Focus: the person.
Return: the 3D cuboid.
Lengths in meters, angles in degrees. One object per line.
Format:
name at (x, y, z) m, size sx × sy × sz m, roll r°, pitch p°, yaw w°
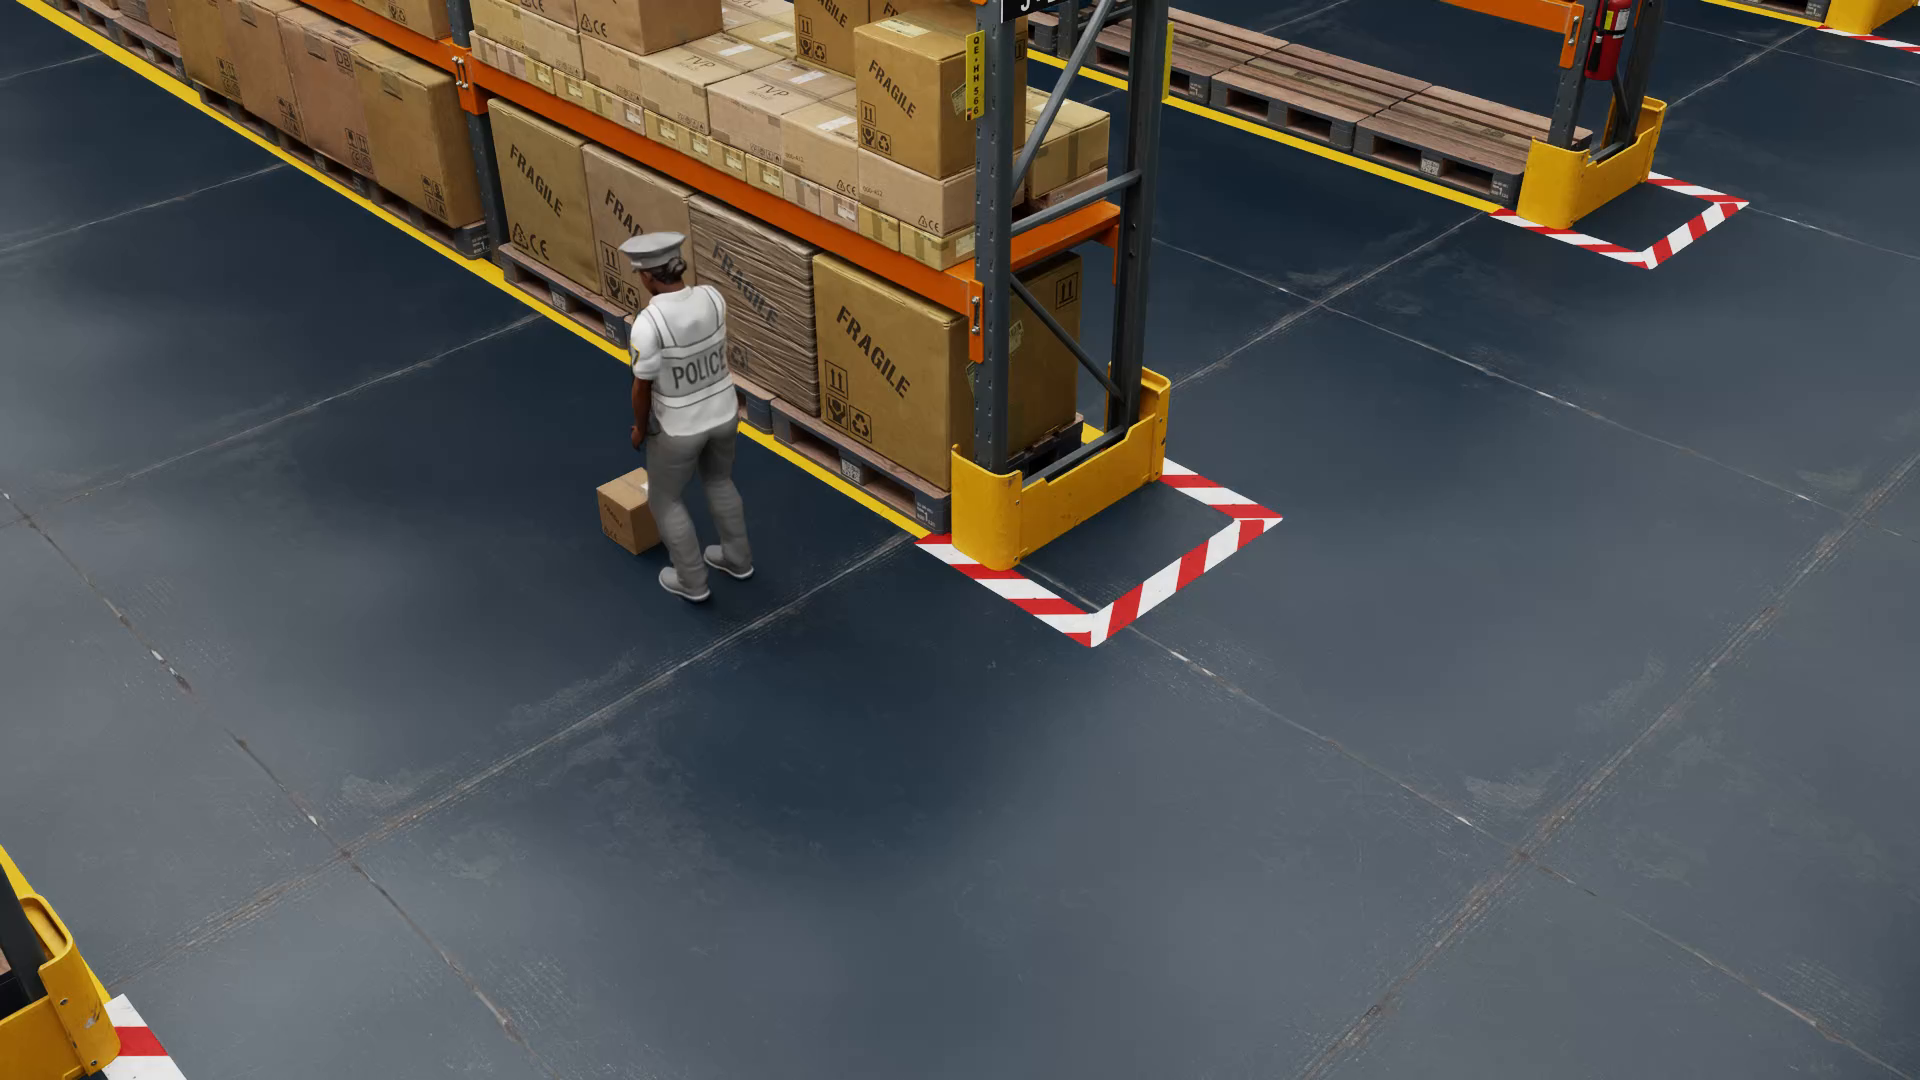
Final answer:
person at (-1.136, -0.478, 6.850) m, size 0.448 × 1.631 × 0.394 m, roll -29°, pitch 45°, yaw -34°
